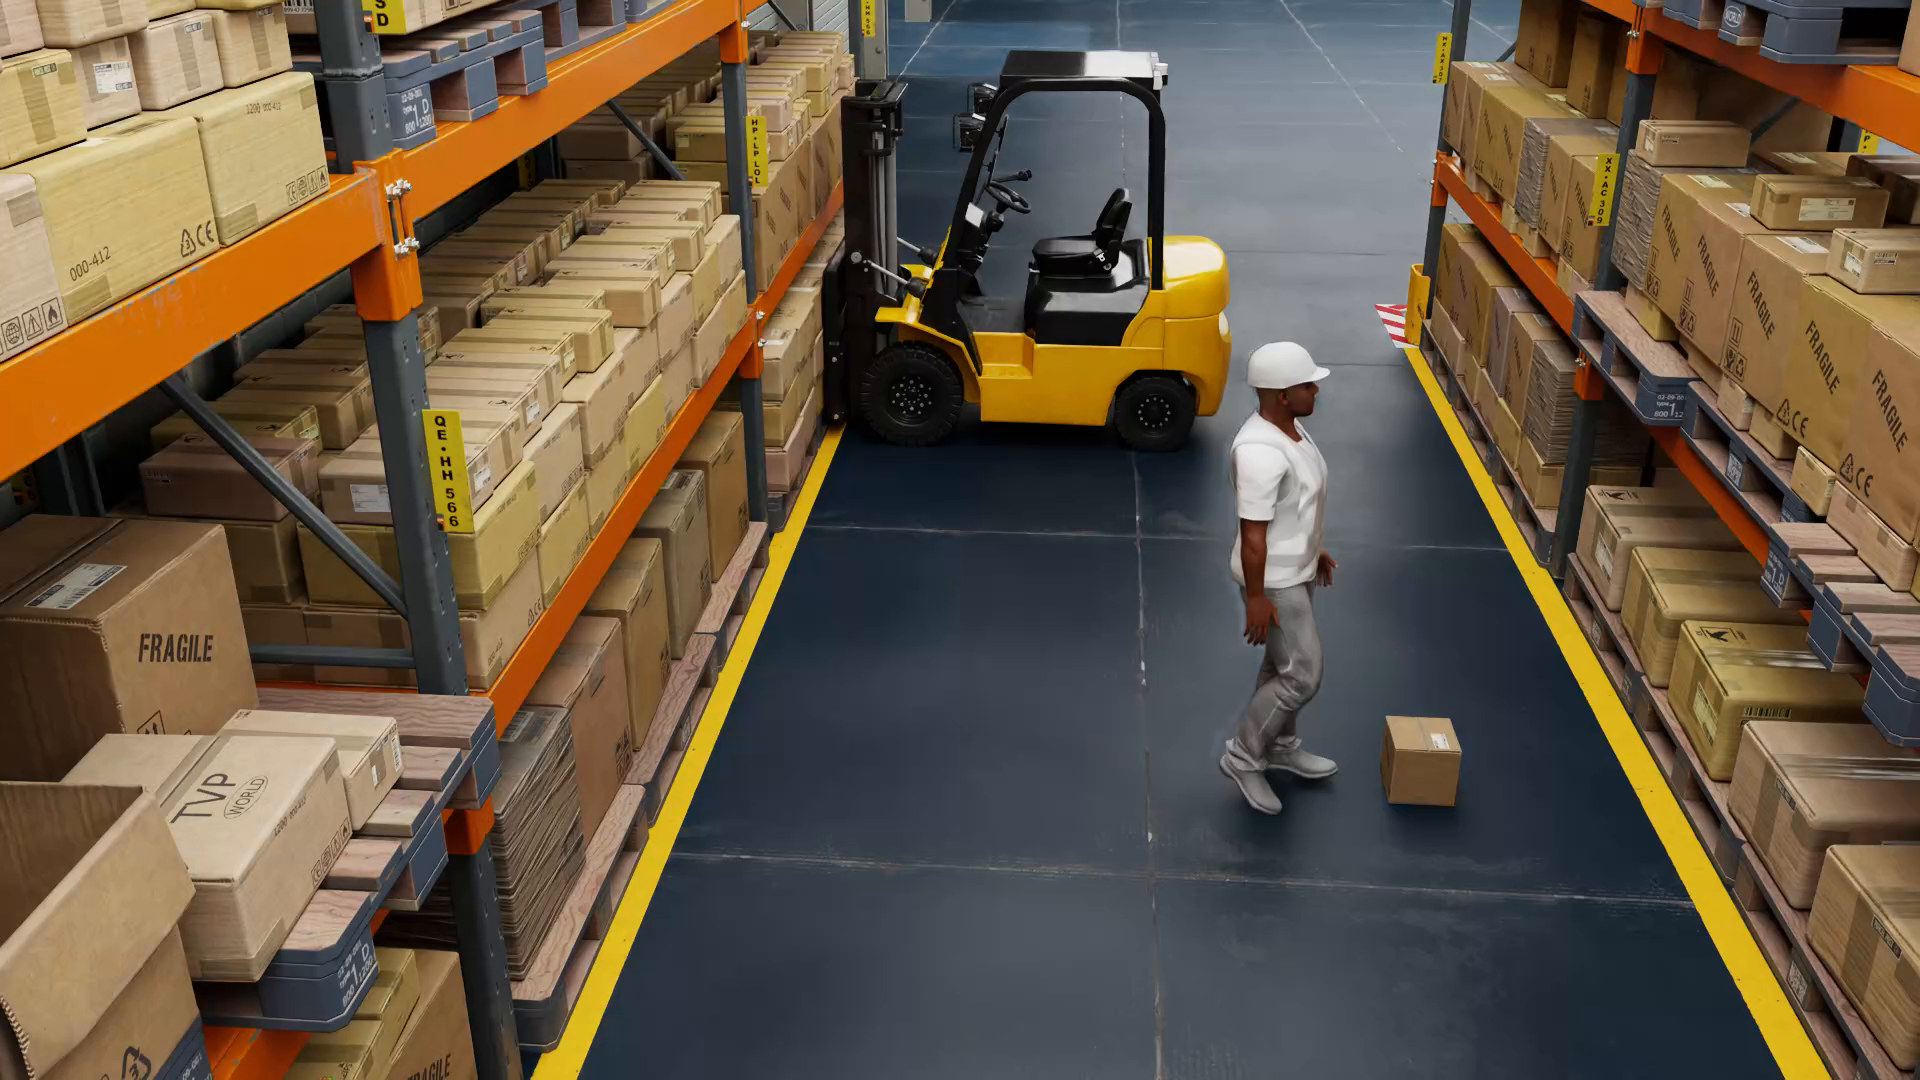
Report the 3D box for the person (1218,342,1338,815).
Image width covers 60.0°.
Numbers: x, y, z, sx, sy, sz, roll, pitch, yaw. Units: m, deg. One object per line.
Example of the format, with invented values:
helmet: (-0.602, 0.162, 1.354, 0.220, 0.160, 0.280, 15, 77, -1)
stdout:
person: (1.240, 0.146, 6.232, 0.487, 1.809, 0.620, 8, 26, 17)
